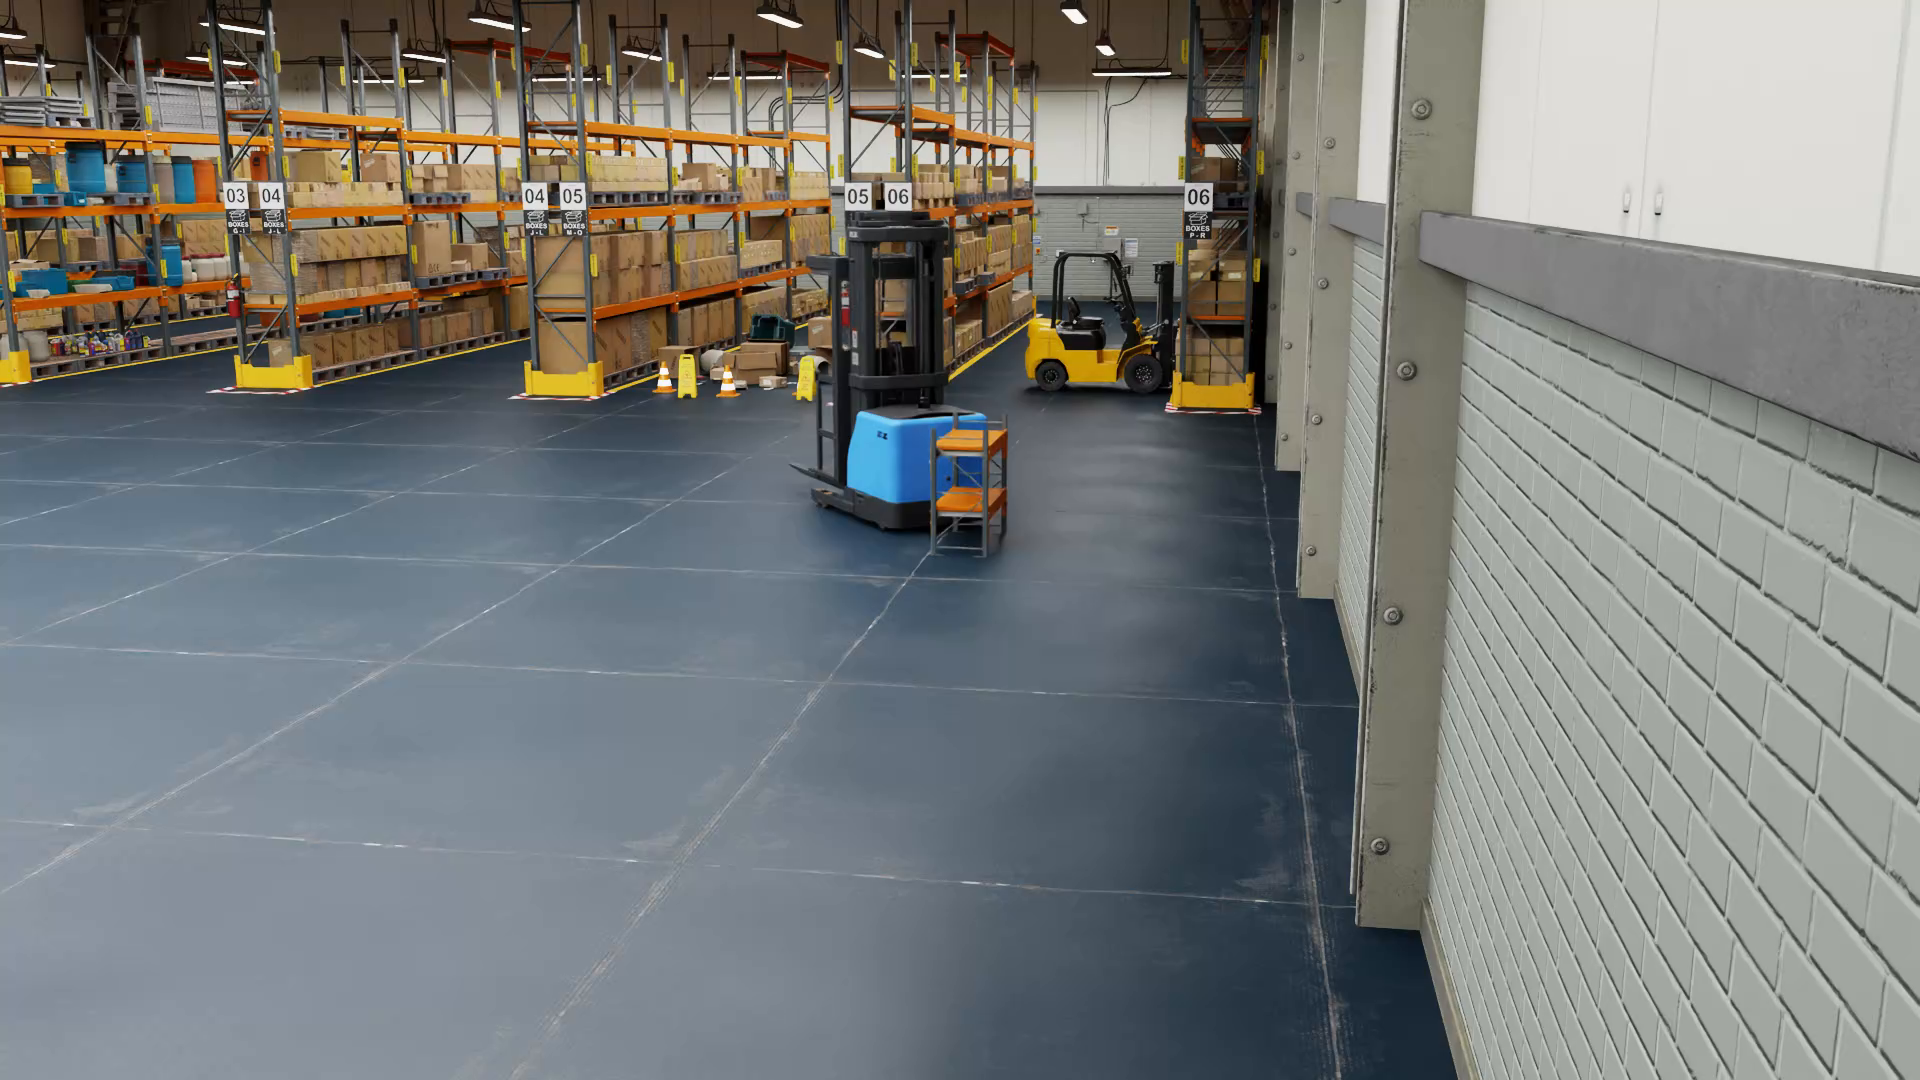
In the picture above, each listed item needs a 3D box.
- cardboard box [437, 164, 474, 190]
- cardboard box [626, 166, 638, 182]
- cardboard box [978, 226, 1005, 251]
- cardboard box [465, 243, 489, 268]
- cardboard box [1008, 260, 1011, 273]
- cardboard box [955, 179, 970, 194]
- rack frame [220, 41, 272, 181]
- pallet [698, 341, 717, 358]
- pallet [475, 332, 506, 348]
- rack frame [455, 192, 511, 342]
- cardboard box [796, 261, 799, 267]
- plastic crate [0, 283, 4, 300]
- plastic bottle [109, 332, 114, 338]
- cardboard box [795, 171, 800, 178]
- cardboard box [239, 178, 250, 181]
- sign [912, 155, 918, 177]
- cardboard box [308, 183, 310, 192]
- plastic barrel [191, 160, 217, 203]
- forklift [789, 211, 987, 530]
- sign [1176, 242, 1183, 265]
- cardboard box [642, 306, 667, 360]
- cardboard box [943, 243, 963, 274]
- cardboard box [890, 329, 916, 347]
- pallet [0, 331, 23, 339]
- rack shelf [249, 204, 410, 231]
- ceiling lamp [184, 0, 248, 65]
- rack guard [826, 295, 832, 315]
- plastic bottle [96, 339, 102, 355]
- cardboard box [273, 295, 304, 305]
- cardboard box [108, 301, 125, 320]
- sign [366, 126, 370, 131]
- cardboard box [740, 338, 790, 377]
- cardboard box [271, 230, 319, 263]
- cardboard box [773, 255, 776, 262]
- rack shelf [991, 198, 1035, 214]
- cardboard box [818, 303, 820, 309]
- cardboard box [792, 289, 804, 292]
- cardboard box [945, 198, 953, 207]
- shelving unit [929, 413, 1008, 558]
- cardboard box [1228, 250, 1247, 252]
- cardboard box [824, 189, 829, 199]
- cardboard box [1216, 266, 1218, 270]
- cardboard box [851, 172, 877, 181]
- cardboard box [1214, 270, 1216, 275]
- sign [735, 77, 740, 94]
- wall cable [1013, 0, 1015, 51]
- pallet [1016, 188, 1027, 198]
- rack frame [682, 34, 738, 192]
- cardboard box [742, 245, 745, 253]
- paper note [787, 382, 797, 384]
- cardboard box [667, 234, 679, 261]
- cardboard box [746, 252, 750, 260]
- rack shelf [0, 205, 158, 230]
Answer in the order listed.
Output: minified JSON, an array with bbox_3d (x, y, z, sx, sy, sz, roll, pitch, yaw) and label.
[{"bbox_3d":[-9.749,-7.019,32.154,0.500,0.500,0.500,2,12,10],"label":"cardboard box"},{"bbox_3d":[-5.549,-5.929,26.938,0.500,0.250,0.500,2,12,8],"label":"cardboard box"},{"bbox_3d":[0.654,-6.311,34.805,0.500,0.500,0.500,2,12,10],"label":"cardboard box"},{"bbox_3d":[-9.807,-5.717,33.422,0.500,0.500,0.500,0,12,2],"label":"cardboard box"},{"bbox_3d":[0.824,-5.913,35.923,0.500,0.250,0.500,2,12,7],"label":"cardboard box"},{"bbox_3d":[-0.100,-6.129,28.811,0.500,0.250,0.500,2,12,7],"label":"cardboard box"},{"bbox_3d":[-14.657,-8.669,34.117,1.000,3.000,0.127,2,12,9],"label":"rack frame"},{"bbox_3d":[-5.264,-3.616,31.530,1.003,0.211,1.213,2,12,9],"label":"pallet"},{"bbox_3d":[-9.885,-4.050,33.544,1.003,0.211,1.213,2,12,9],"label":"pallet"},{"bbox_3d":[-9.763,-5.576,34.004,1.000,3.000,0.127,2,12,9],"label":"rack frame"},{"bbox_3d":[-3.893,-6.322,38.063,0.380,0.149,0.250,1,12,6],"label":"cardboard box"},{"bbox_3d":[-16.106,-4.113,27.566,0.499,0.251,0.616,2,12,9],"label":"plastic crate"},{"bbox_3d":[-15.755,-3.733,30.885,0.097,0.271,0.097,0,12,0],"label":"plastic bottle"},{"bbox_3d":[-3.836,-8.274,37.628,0.380,0.149,0.250,2,12,7],"label":"cardboard box"},{"bbox_3d":[-18.224,-8.981,41.854,0.500,0.250,0.500,2,12,9],"label":"cardboard box"},{"bbox_3d":[-0.665,-5.466,24.298,0.100,0.325,0.005,2,12,9],"label":"sign"},{"bbox_3d":[-10.670,-5.656,26.664,0.380,0.149,0.250,2,12,8],"label":"cardboard box"},{"bbox_3d":[-15.099,-7.113,32.996,0.600,0.830,0.708,2,12,9],"label":"plastic barrel"},{"bbox_3d":[-0.856,-1.792,16.606,1.130,2.935,3.031,-6,14,-27],"label":"forklift"},{"bbox_3d":[3.170,-4.132,23.993,0.100,0.325,0.005,2,12,9],"label":"sign"},{"bbox_3d":[-5.659,-3.600,28.880,0.875,0.875,0.875,2,12,10],"label":"cardboard box"},{"bbox_3d":[-0.231,-4.910,28.974,0.500,0.500,0.500,2,12,10],"label":"cardboard box"},{"bbox_3d":[-0.801,-2.981,25.714,0.500,0.500,0.500,1,12,7],"label":"cardboard box"},{"bbox_3d":[-19.906,-4.112,33.827,1.003,0.211,1.213,2,12,9],"label":"pallet"},{"bbox_3d":[-10.686,-5.442,27.969,1.077,0.370,4.000,2,12,9],"label":"rack shelf"},{"bbox_3d":[-16.395,-12.255,36.898,0.800,3.185,2.000,2,12,9],"label":"ceiling lamp"},{"bbox_3d":[-3.659,-5.822,41.079,1.175,0.500,0.348,2,12,9],"label":"rack guard"},{"bbox_3d":[-15.233,-3.412,29.395,0.097,0.271,0.097,0,12,0],"label":"plastic bottle"},{"bbox_3d":[-10.714,-3.840,26.543,0.380,0.149,0.250,2,12,9],"label":"cardboard box"},{"bbox_3d":[-19.042,-5.190,37.101,0.500,0.500,0.500,2,12,8],"label":"cardboard box"},{"bbox_3d":[-13.499,-9.382,37.918,0.100,0.325,0.005,2,12,9],"label":"sign"},{"bbox_3d":[-3.297,-3.078,28.018,0.797,0.637,0.503,2,12,9],"label":"cardboard box"},{"bbox_3d":[-10.640,-4.700,26.620,0.500,0.500,0.500,2,12,9],"label":"cardboard box"},{"bbox_3d":[-4.208,-6.115,36.102,0.380,0.149,0.250,2,12,8],"label":"cardboard box"},{"bbox_3d":[0.952,-7.619,38.070,1.077,0.370,4.000,2,12,9],"label":"rack shelf"},{"bbox_3d":[-3.588,-5.646,40.099,0.380,0.149,0.250,2,12,8],"label":"cardboard box"},{"bbox_3d":[-3.987,-6.003,40.343,0.380,0.149,0.250,2,12,10],"label":"cardboard box"},{"bbox_3d":[-0.333,-5.690,28.010,0.380,0.149,0.250,2,12,9],"label":"cardboard box"},{"bbox_3d":[0.090,-0.508,14.937,0.538,1.125,1.048,2,12,10],"label":"shelving unit"},{"bbox_3d":[4.568,-4.698,27.444,0.380,0.149,0.250,2,12,9],"label":"cardboard box"},{"bbox_3d":[-3.456,-8.350,40.109,0.500,0.250,0.500,2,12,7],"label":"cardboard box"},{"bbox_3d":[4.142,-4.544,28.384,0.500,0.250,0.500,2,12,7],"label":"cardboard box"},{"bbox_3d":[-1.441,-5.403,24.785,0.380,0.149,0.250,2,12,9],"label":"cardboard box"},{"bbox_3d":[3.781,-4.194,25.813,0.380,0.149,0.250,2,12,8],"label":"cardboard box"},{"bbox_3d":[-4.329,-8.844,32.334,0.100,0.325,0.005,2,12,9],"label":"sign"},{"bbox_3d":[0.326,-14.029,44.745,2.355,3.000,0.029,2,12,9],"label":"wall cable"},{"bbox_3d":[0.970,-7.934,38.035,1.003,0.211,1.213,2,12,9],"label":"pallet"},{"bbox_3d":[-4.878,-8.327,32.529,1.000,3.000,0.127,2,12,9],"label":"rack frame"},{"bbox_3d":[-4.577,-5.914,33.758,0.380,0.149,0.250,2,12,7],"label":"cardboard box"},{"bbox_3d":[-2.744,-2.566,27.111,0.148,0.019,0.142,7,14,28],"label":"paper note"},{"bbox_3d":[-5.422,-5.203,29.662,0.700,0.500,0.500,2,12,8],"label":"cardboard box"},{"bbox_3d":[-4.528,-5.829,34.069,0.380,0.149,0.250,1,12,7],"label":"cardboard box"},{"bbox_3d":[-15.580,-5.602,28.713,1.077,0.370,4.000,2,12,9],"label":"rack shelf"}]
